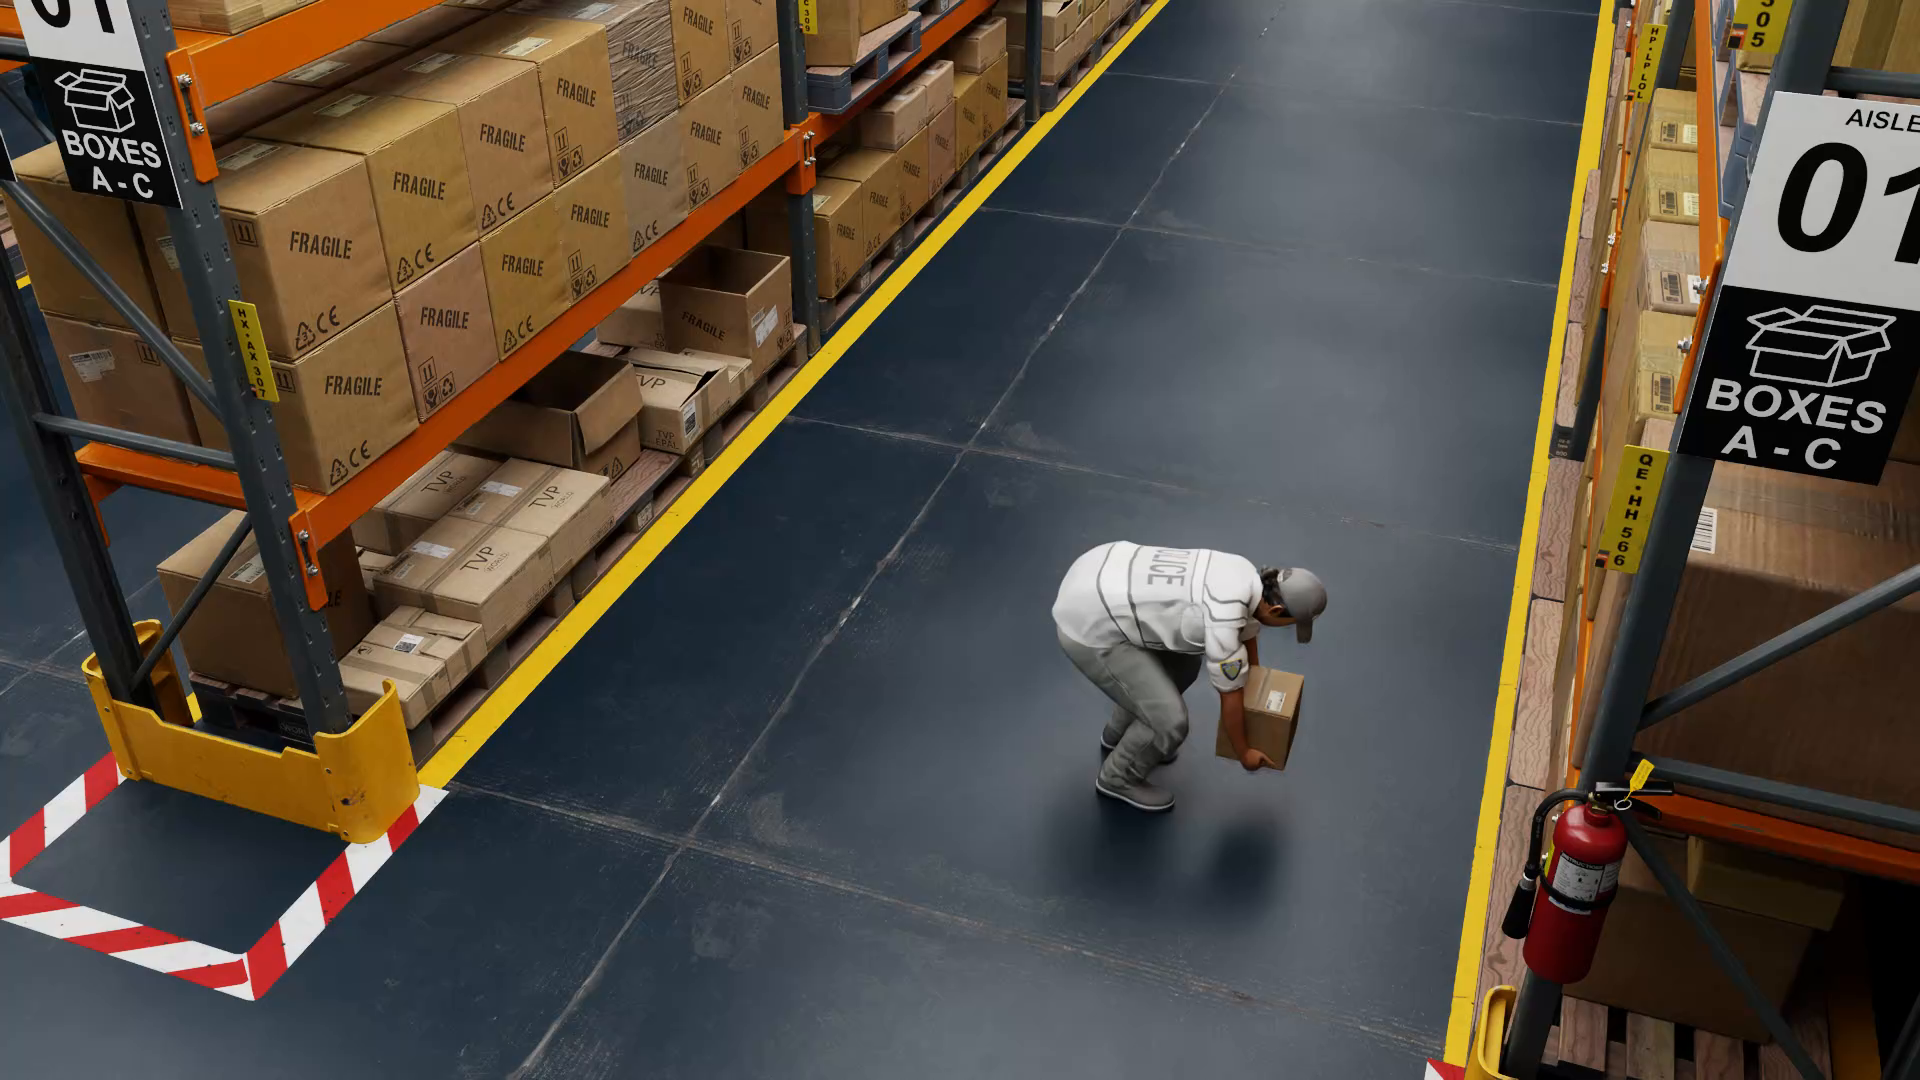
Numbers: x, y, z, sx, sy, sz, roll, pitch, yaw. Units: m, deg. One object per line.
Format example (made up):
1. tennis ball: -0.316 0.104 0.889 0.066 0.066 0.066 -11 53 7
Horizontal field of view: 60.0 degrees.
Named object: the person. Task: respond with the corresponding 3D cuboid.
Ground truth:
1. person: 0.796 0.485 5.983 0.938 1.031 0.486 10 35 14
